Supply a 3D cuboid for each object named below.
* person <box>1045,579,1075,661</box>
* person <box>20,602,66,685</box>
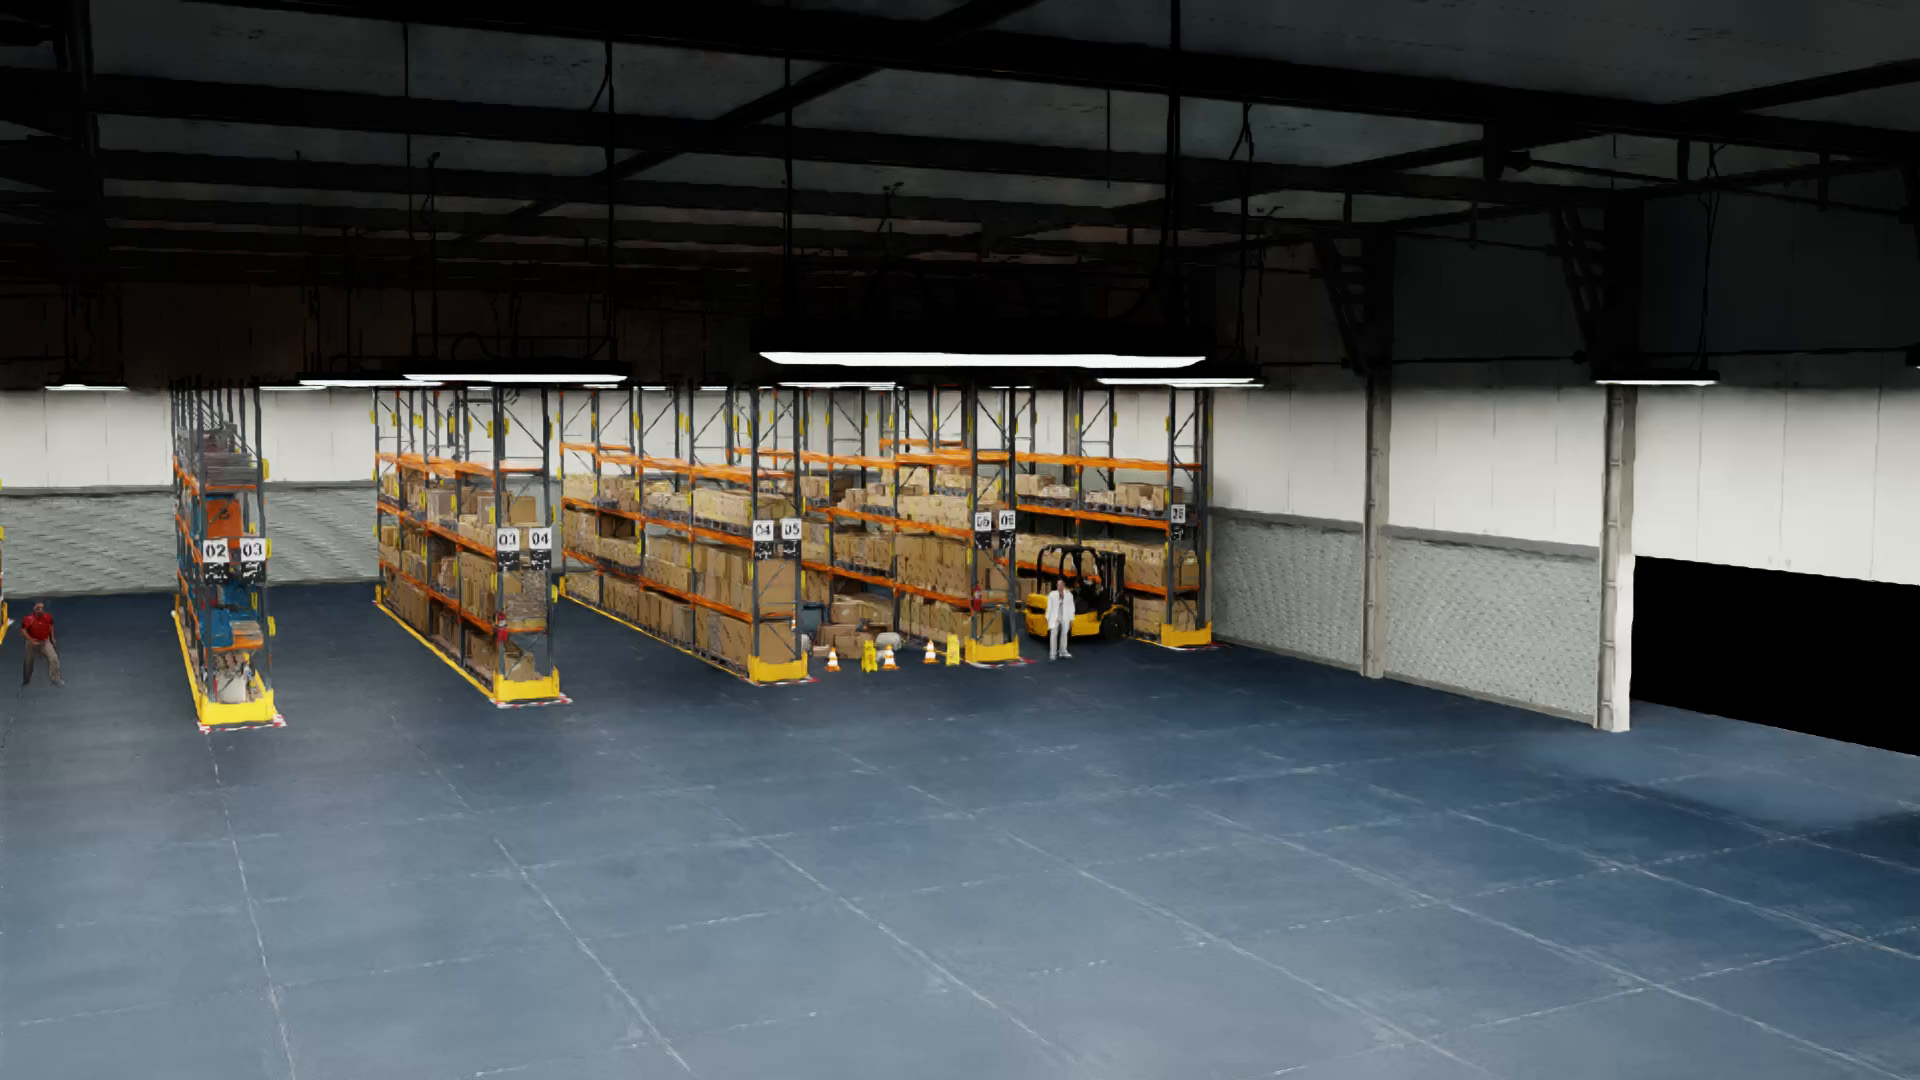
[{"bbox_3d":[2.140,1.693,35.514,0.625,1.739,0.974,0,5,-2],"label":"person"},{"bbox_3d":[-17.918,2.009,32.377,0.698,1.662,0.857,-5,7,-43],"label":"person"}]
